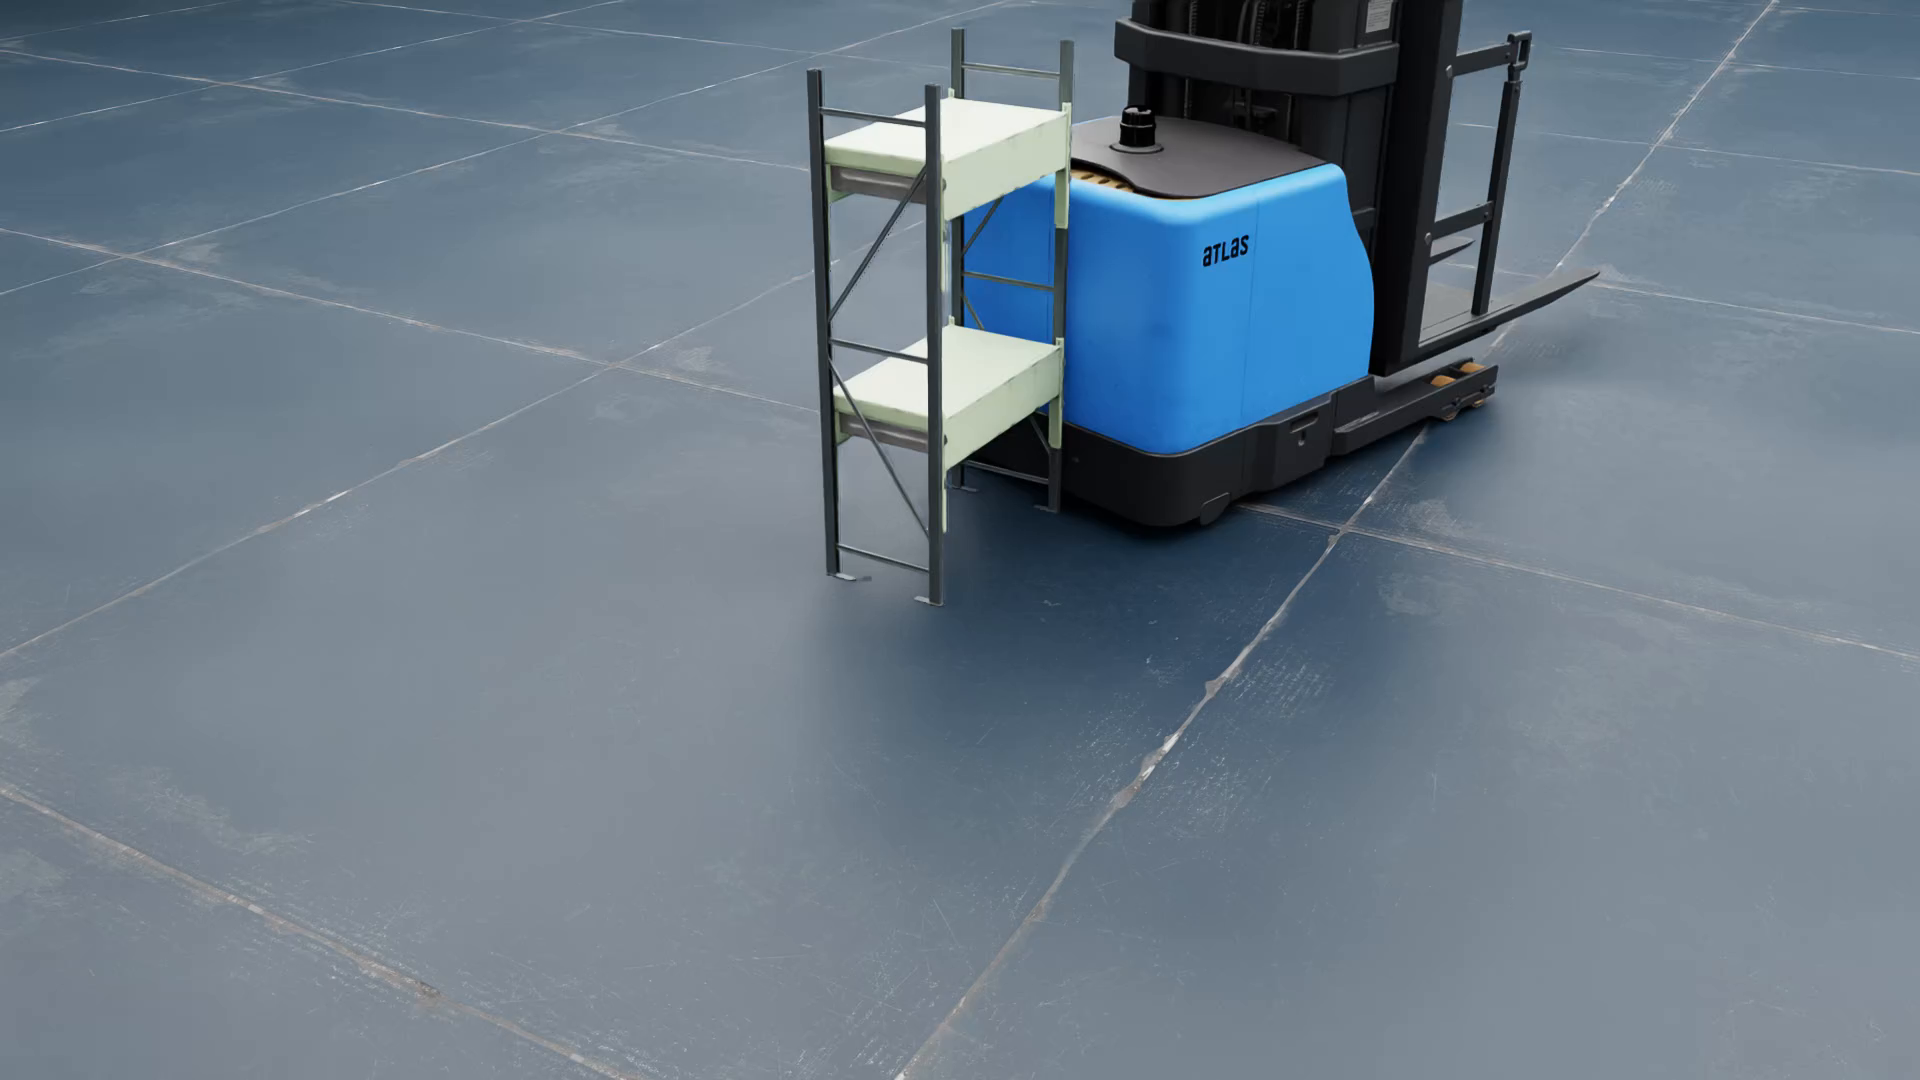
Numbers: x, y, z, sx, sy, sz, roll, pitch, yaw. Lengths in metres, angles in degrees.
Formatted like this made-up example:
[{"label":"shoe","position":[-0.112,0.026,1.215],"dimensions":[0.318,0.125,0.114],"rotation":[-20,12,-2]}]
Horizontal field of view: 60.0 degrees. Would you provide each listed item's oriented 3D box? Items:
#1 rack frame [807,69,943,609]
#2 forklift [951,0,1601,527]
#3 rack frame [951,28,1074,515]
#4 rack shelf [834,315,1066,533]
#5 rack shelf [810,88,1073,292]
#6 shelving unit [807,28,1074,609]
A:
[{"label":"rack frame","position":[-0.226,-0.521,4.615],"dimensions":[0.400,1.500,0.023],"rotation":[15,30,27]},{"label":"forklift","position":[1.376,-1.901,5.773],"dimensions":[3.031,2.935,1.130],"rotation":[-23,34,-38]},{"label":"rack frame","position":[0.151,-0.802,5.176],"dimensions":[0.400,1.500,0.023],"rotation":[15,30,27]},{"label":"rack shelf","position":[-0.038,-0.370,5.042],"dimensions":[0.431,0.370,0.720],"rotation":[15,30,27]},{"label":"rack shelf","position":[-0.038,-1.010,4.721],"dimensions":[0.431,0.370,0.720],"rotation":[15,30,27]},{"label":"shelving unit","position":[-0.038,-0.661,4.896],"dimensions":[0.431,1.500,0.755],"rotation":[15,30,27]}]
